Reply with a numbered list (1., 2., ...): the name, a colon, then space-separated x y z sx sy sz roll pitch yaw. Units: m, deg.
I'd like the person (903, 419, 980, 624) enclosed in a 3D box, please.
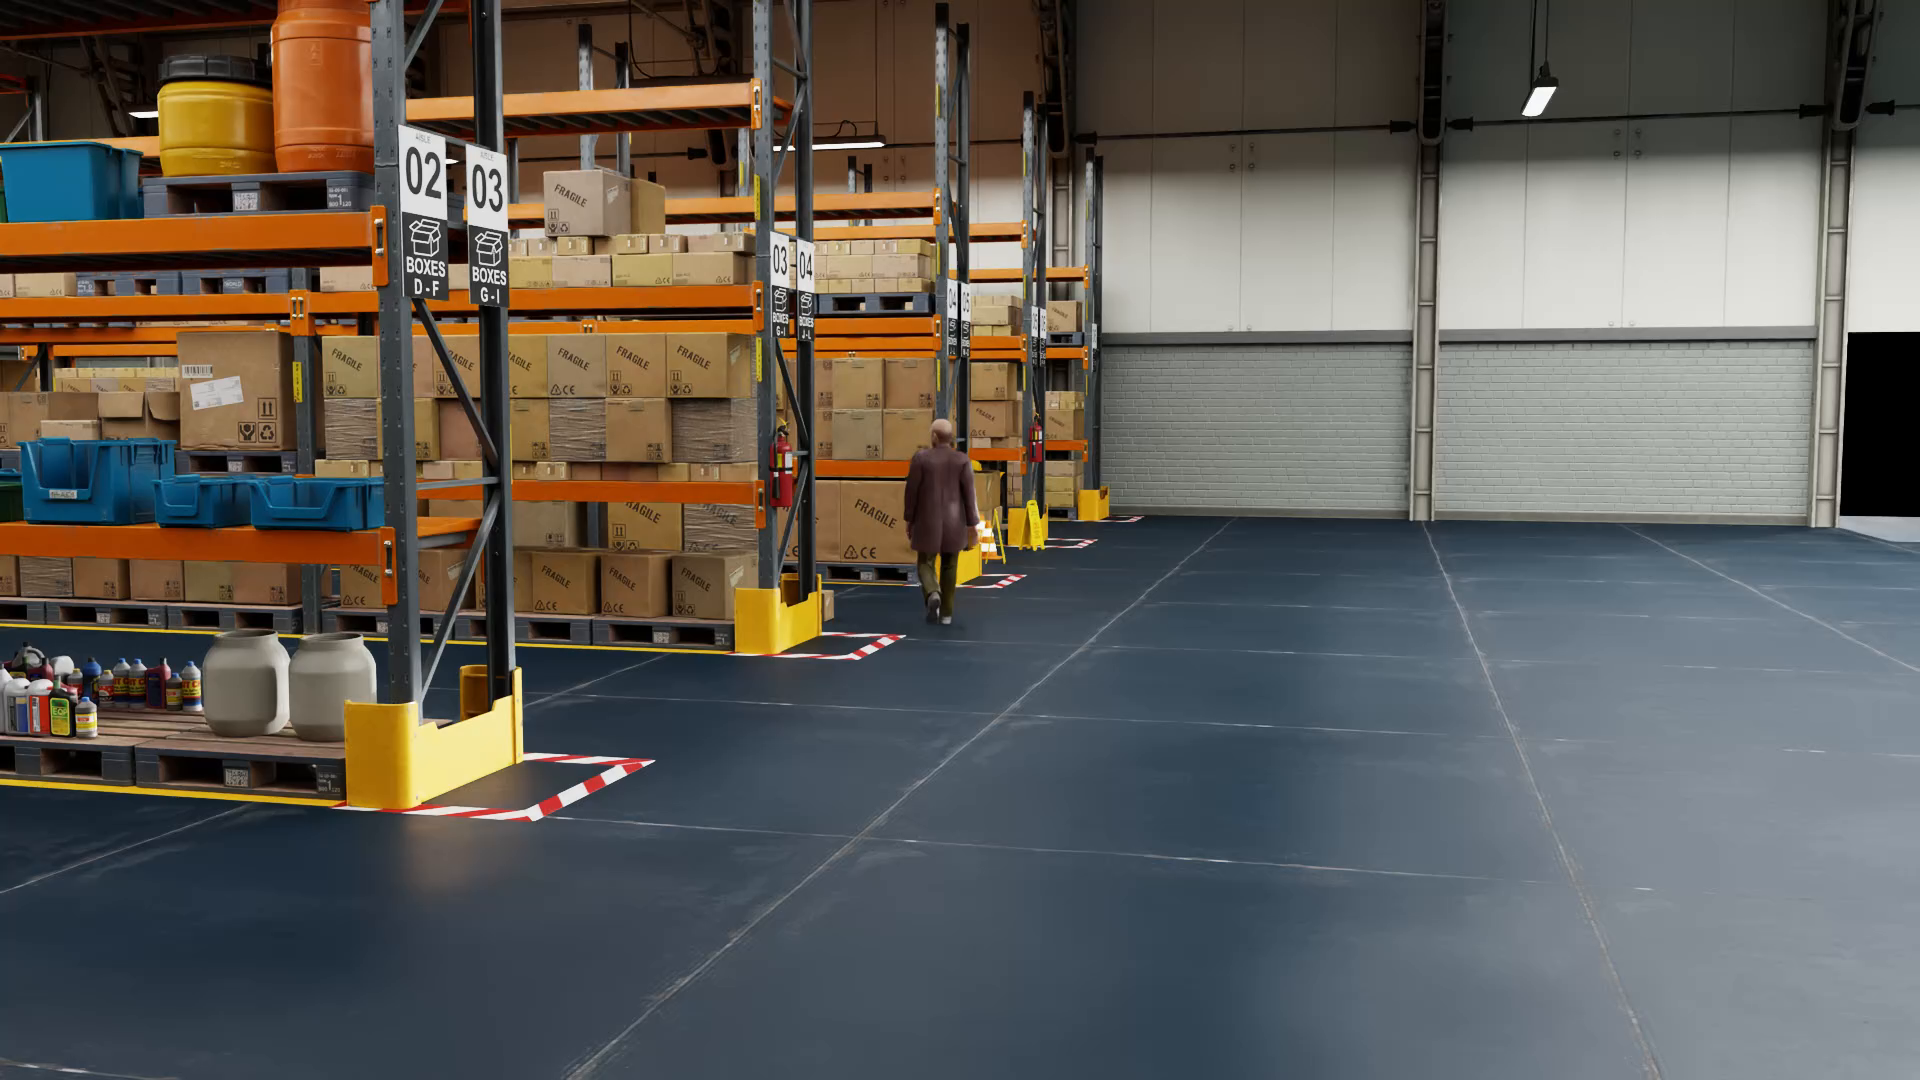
1. person: -0.153 -0.143 14.056 0.646 1.757 0.900 0 5 -5
